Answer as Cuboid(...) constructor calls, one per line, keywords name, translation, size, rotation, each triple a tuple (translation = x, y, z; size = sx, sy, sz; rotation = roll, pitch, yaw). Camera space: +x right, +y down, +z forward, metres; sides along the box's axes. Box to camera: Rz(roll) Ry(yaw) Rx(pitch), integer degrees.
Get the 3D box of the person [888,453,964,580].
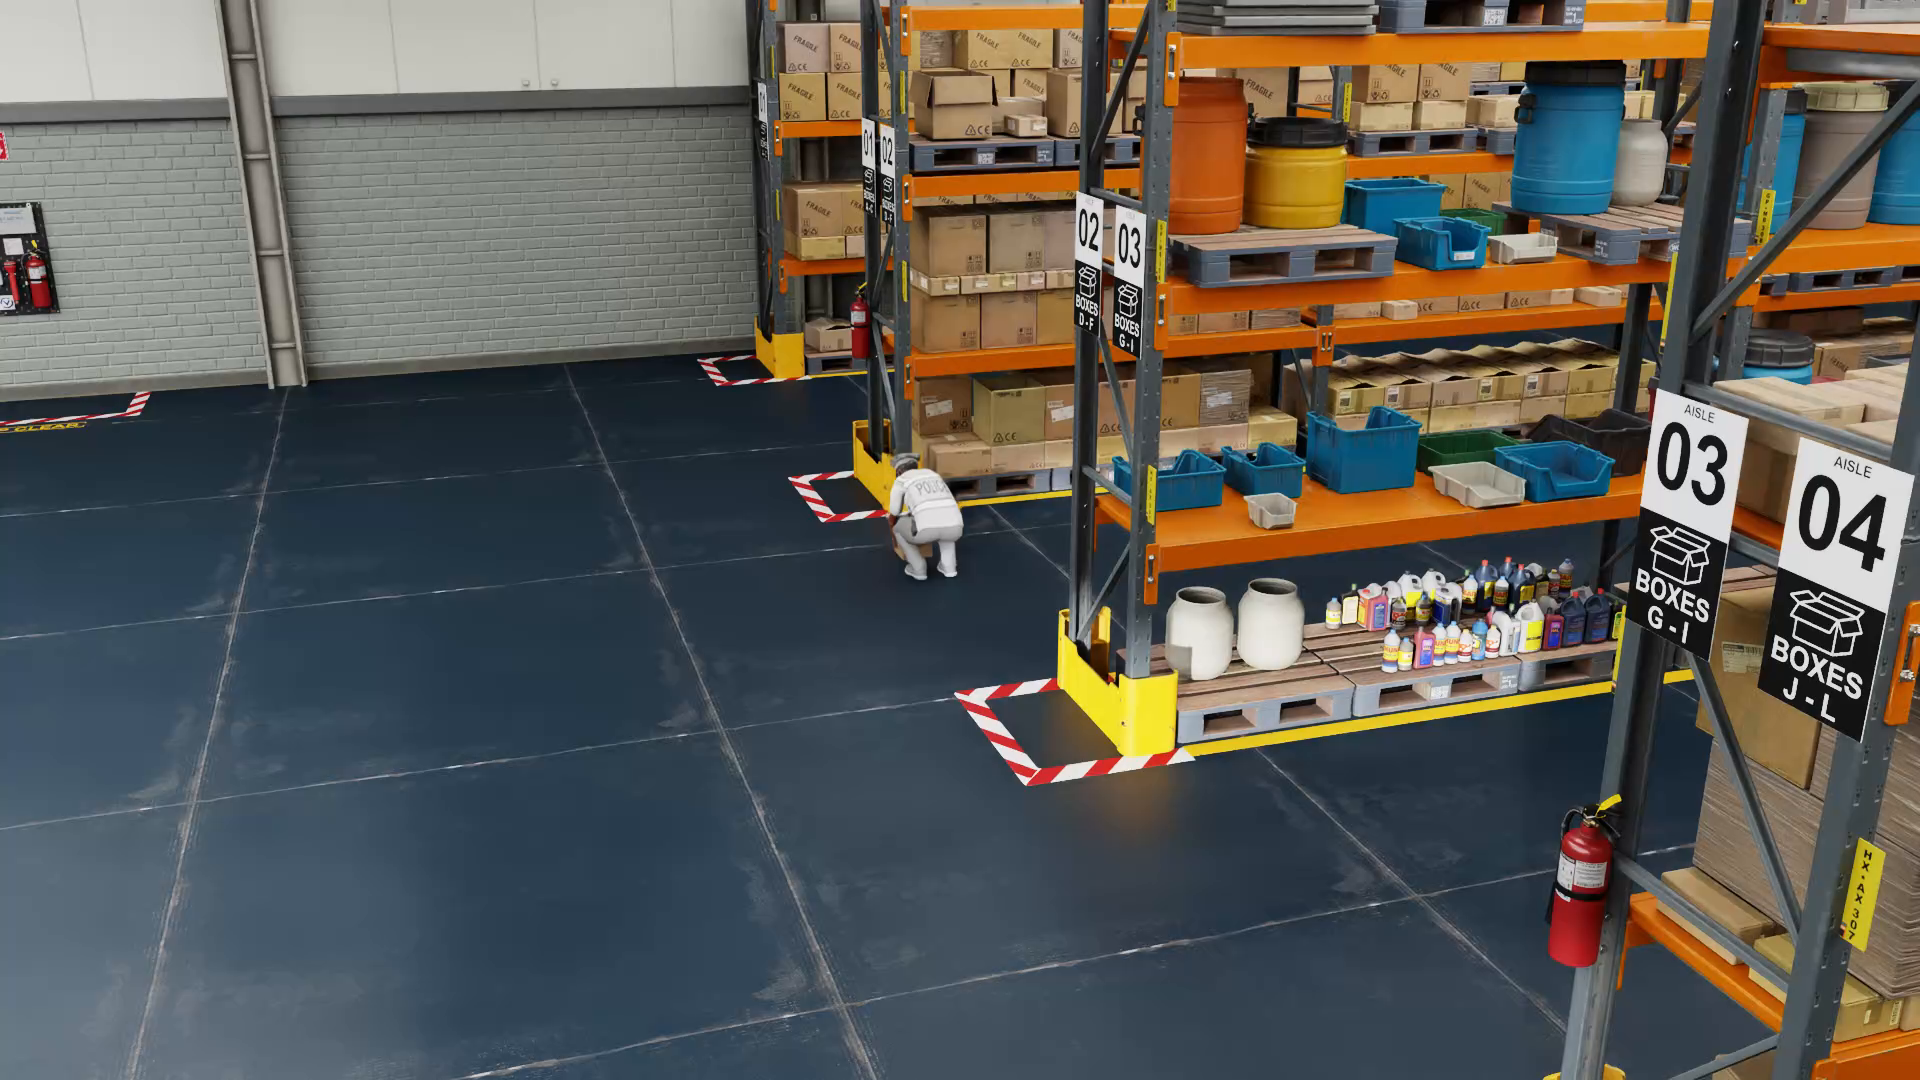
Cuboid(name="person", translation=(-0.274, -0.189, 12.811), size=(0.481, 0.874, 0.867), rotation=(-6, 20, -17))
